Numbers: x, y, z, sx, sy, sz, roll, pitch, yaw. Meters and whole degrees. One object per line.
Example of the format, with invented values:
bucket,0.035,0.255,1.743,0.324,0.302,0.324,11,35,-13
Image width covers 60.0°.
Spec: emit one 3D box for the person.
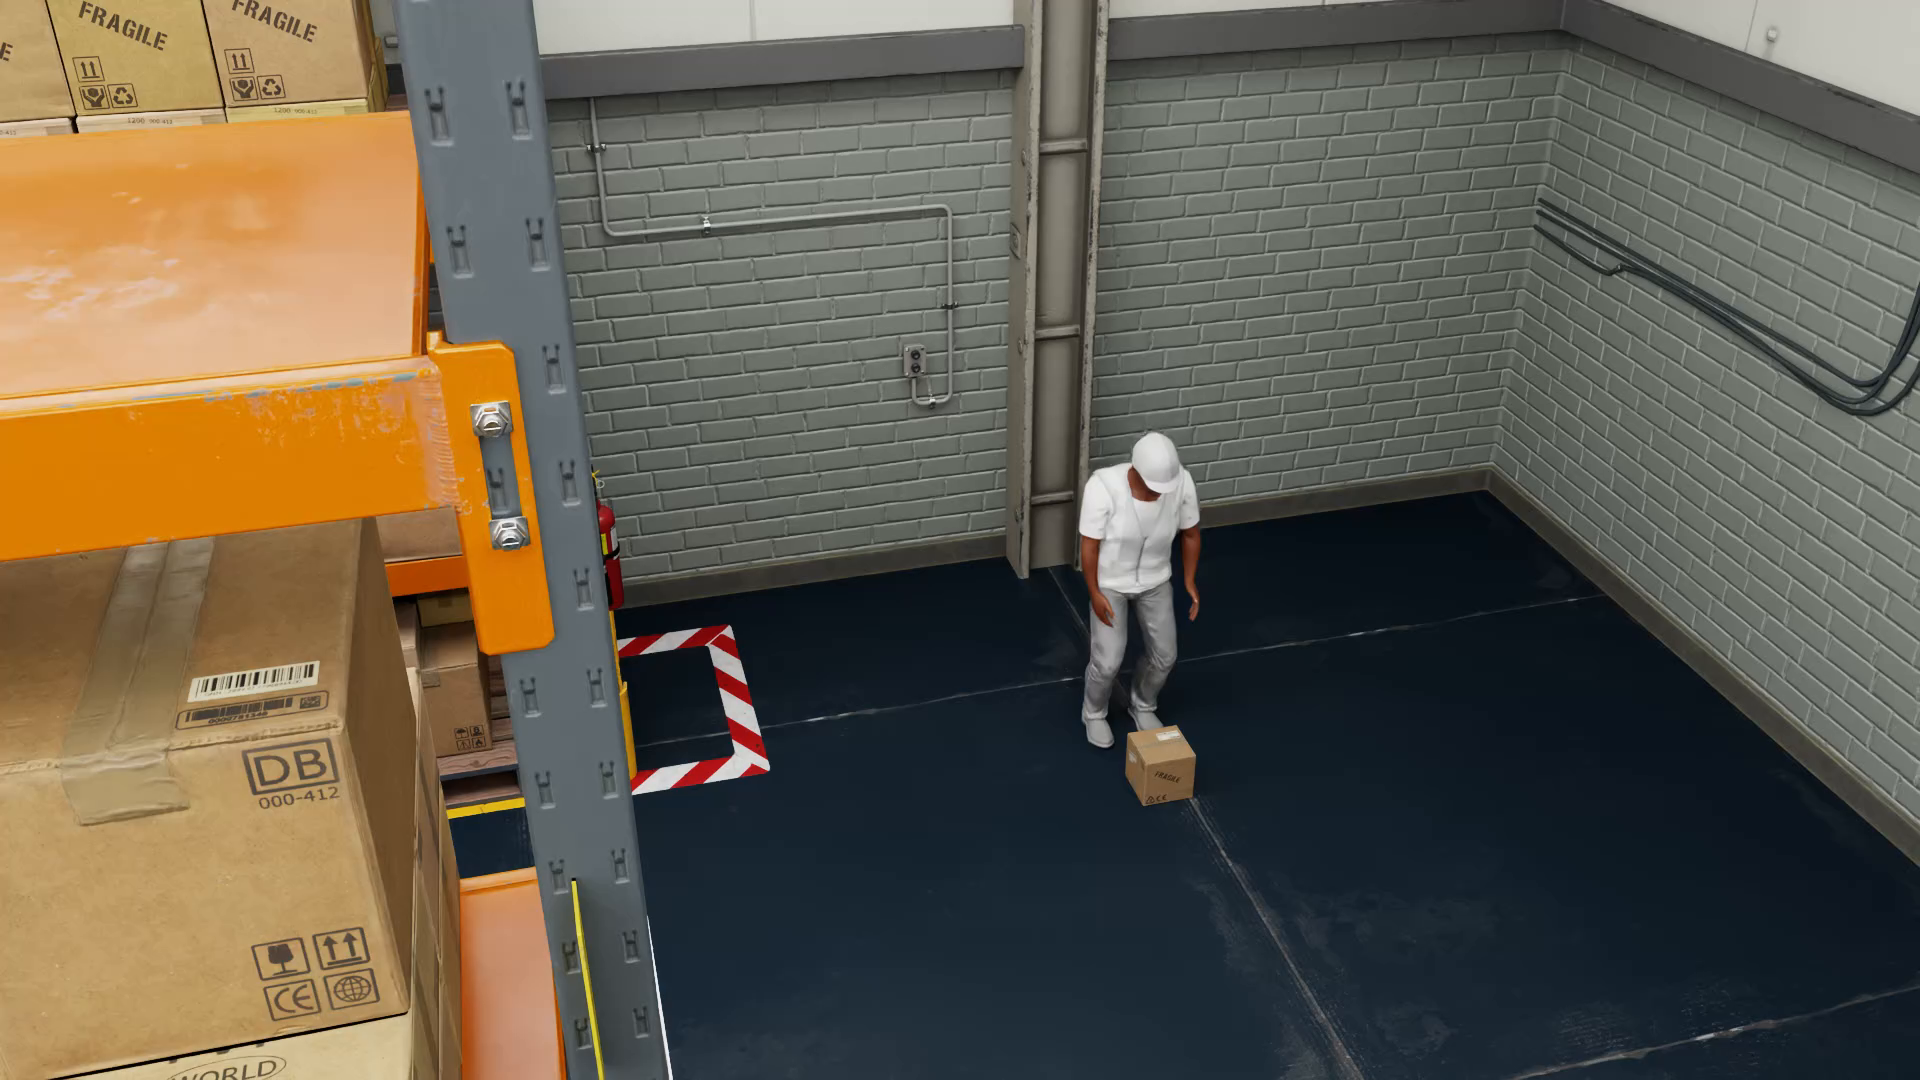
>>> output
person,0.850,-0.087,7.744,0.599,0.998,0.491,-7,31,-12
